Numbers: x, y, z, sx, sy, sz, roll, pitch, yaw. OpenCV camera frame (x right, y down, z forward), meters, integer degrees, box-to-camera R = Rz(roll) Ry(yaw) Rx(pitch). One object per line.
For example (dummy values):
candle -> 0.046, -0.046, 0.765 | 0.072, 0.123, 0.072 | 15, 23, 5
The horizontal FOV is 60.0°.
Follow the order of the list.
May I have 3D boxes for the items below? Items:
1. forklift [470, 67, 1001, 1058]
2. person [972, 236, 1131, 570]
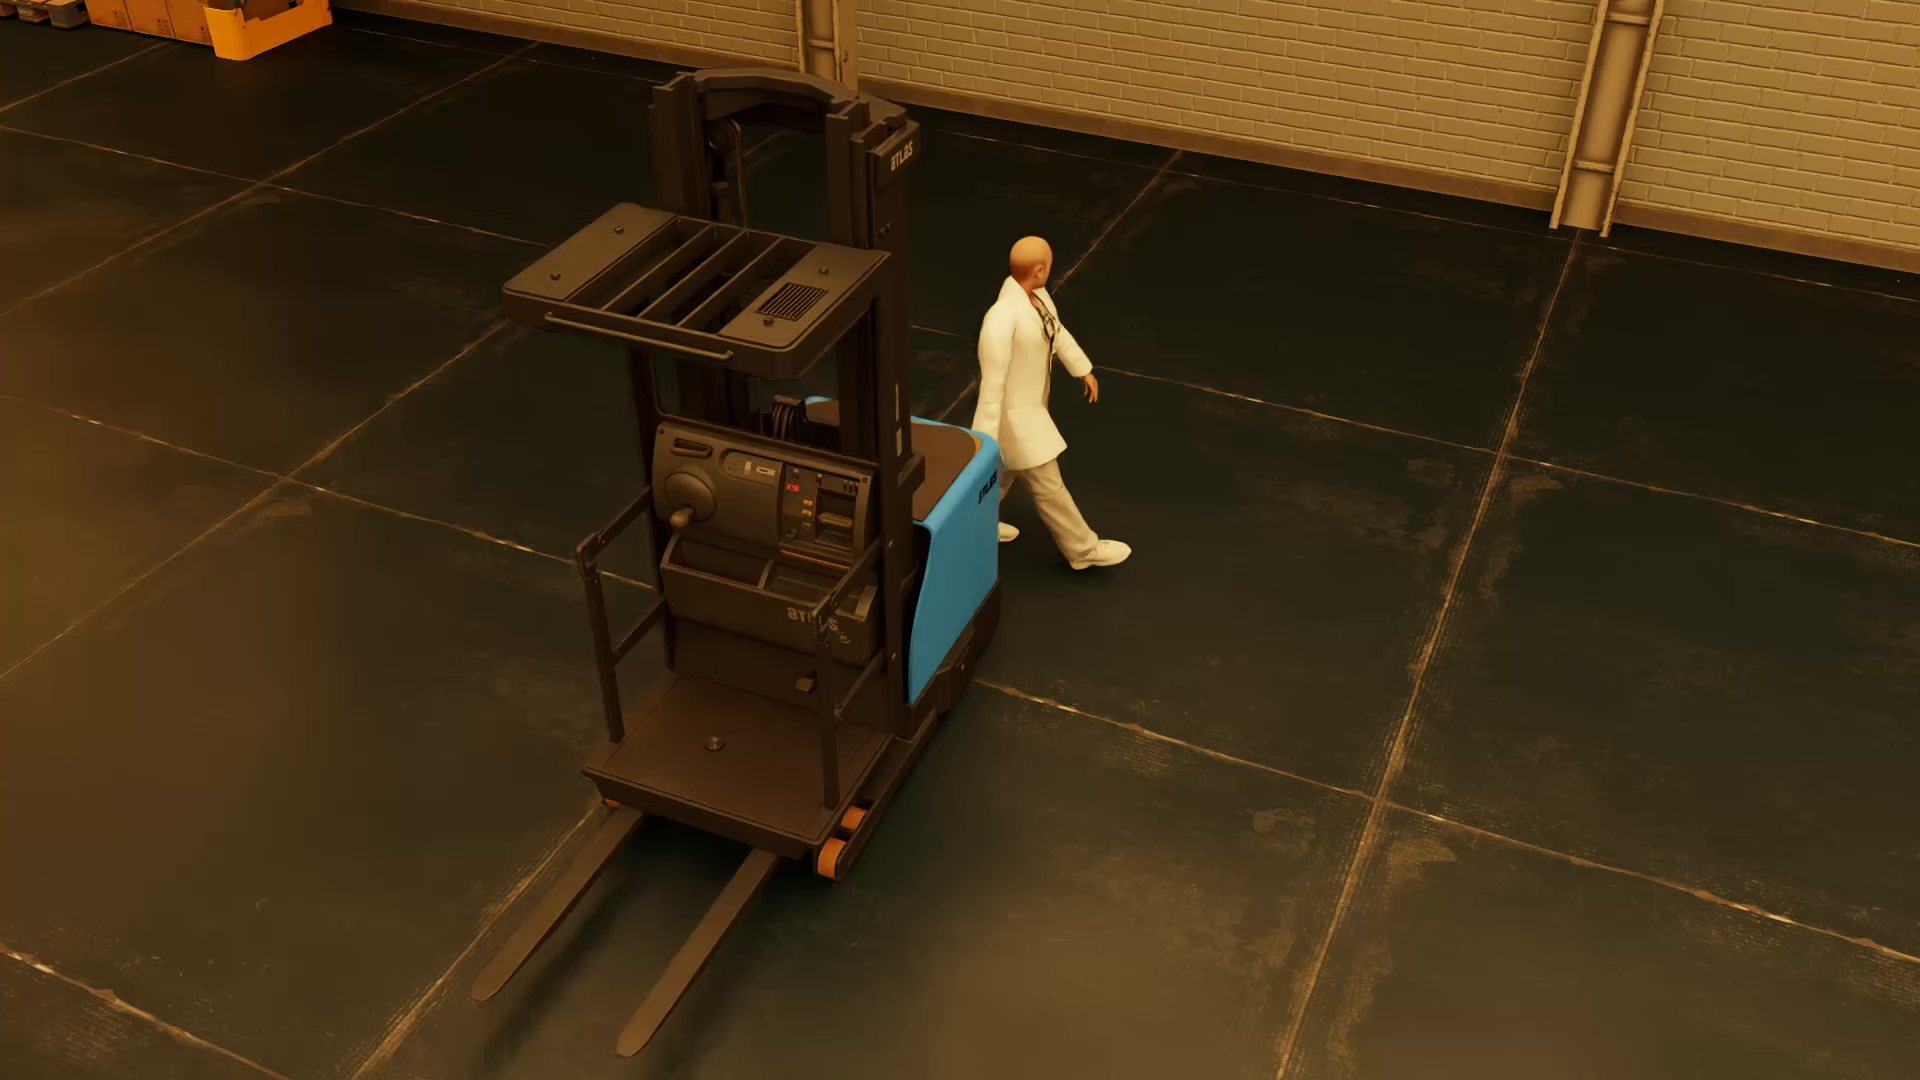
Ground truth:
forklift -> -0.852, -0.112, 6.243 | 1.130, 2.935, 3.031 | 14, 38, 19
person -> 0.391, -0.622, 7.999 | 0.992, 1.730, 0.741 | 8, 36, 11
